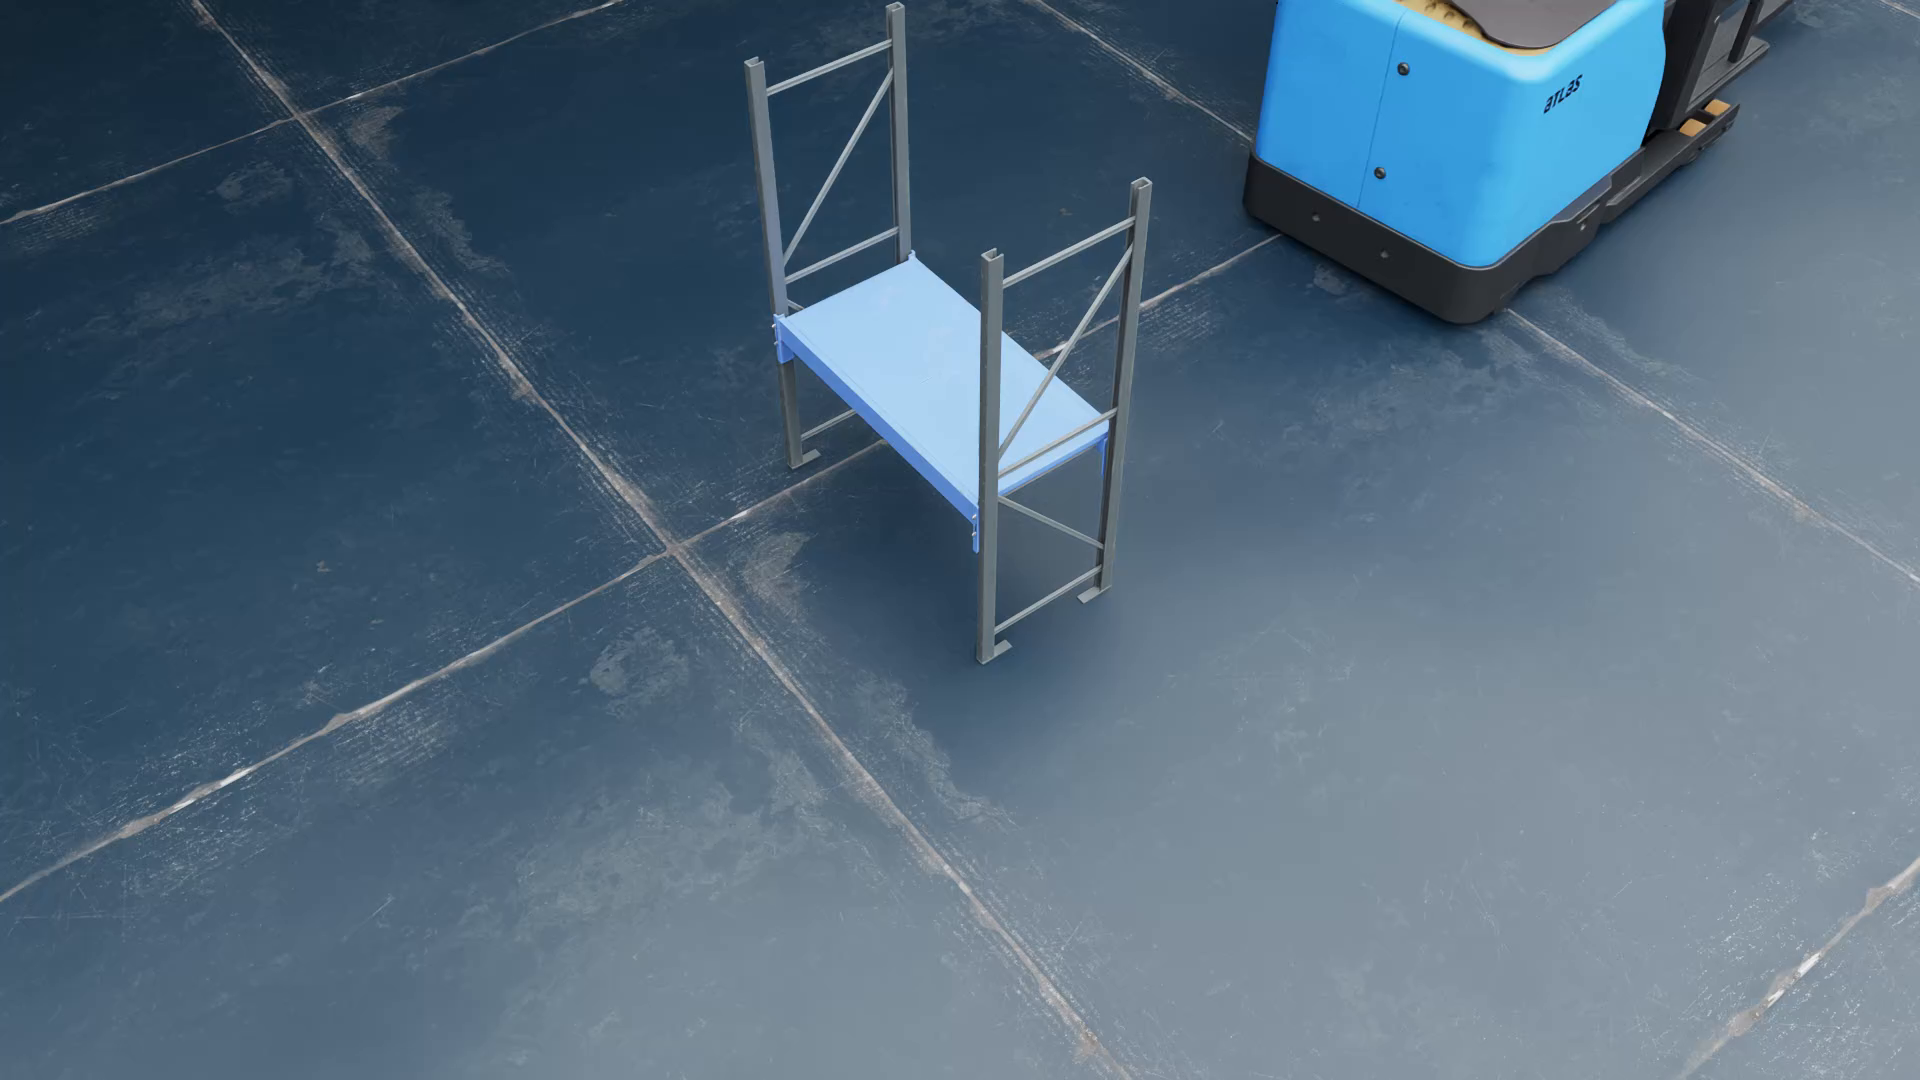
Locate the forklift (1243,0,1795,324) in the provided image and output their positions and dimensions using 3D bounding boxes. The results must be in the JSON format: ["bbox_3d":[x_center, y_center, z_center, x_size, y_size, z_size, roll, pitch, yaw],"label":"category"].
[{"bbox_3d":[2.472,-2.729,5.746,3.031,2.935,1.130,-36,57,-28],"label":"forklift"}]

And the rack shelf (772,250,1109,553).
[{"bbox_3d":[-0.052,-0.433,4.873,0.538,0.185,1.000,-29,54,-24],"label":"rack shelf"}]

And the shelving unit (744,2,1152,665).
[{"bbox_3d":[-0.052,-0.554,4.740,0.538,1.500,1.048,-29,54,-24],"label":"shelving unit"}]

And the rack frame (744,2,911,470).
[{"bbox_3d":[-0.359,-0.854,5.012,0.500,1.500,0.032,-29,54,-24],"label":"rack frame"}]

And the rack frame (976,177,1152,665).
[{"bbox_3d":[0.256,-0.254,4.468,0.500,1.500,0.032,-29,54,-24],"label":"rack frame"}]
